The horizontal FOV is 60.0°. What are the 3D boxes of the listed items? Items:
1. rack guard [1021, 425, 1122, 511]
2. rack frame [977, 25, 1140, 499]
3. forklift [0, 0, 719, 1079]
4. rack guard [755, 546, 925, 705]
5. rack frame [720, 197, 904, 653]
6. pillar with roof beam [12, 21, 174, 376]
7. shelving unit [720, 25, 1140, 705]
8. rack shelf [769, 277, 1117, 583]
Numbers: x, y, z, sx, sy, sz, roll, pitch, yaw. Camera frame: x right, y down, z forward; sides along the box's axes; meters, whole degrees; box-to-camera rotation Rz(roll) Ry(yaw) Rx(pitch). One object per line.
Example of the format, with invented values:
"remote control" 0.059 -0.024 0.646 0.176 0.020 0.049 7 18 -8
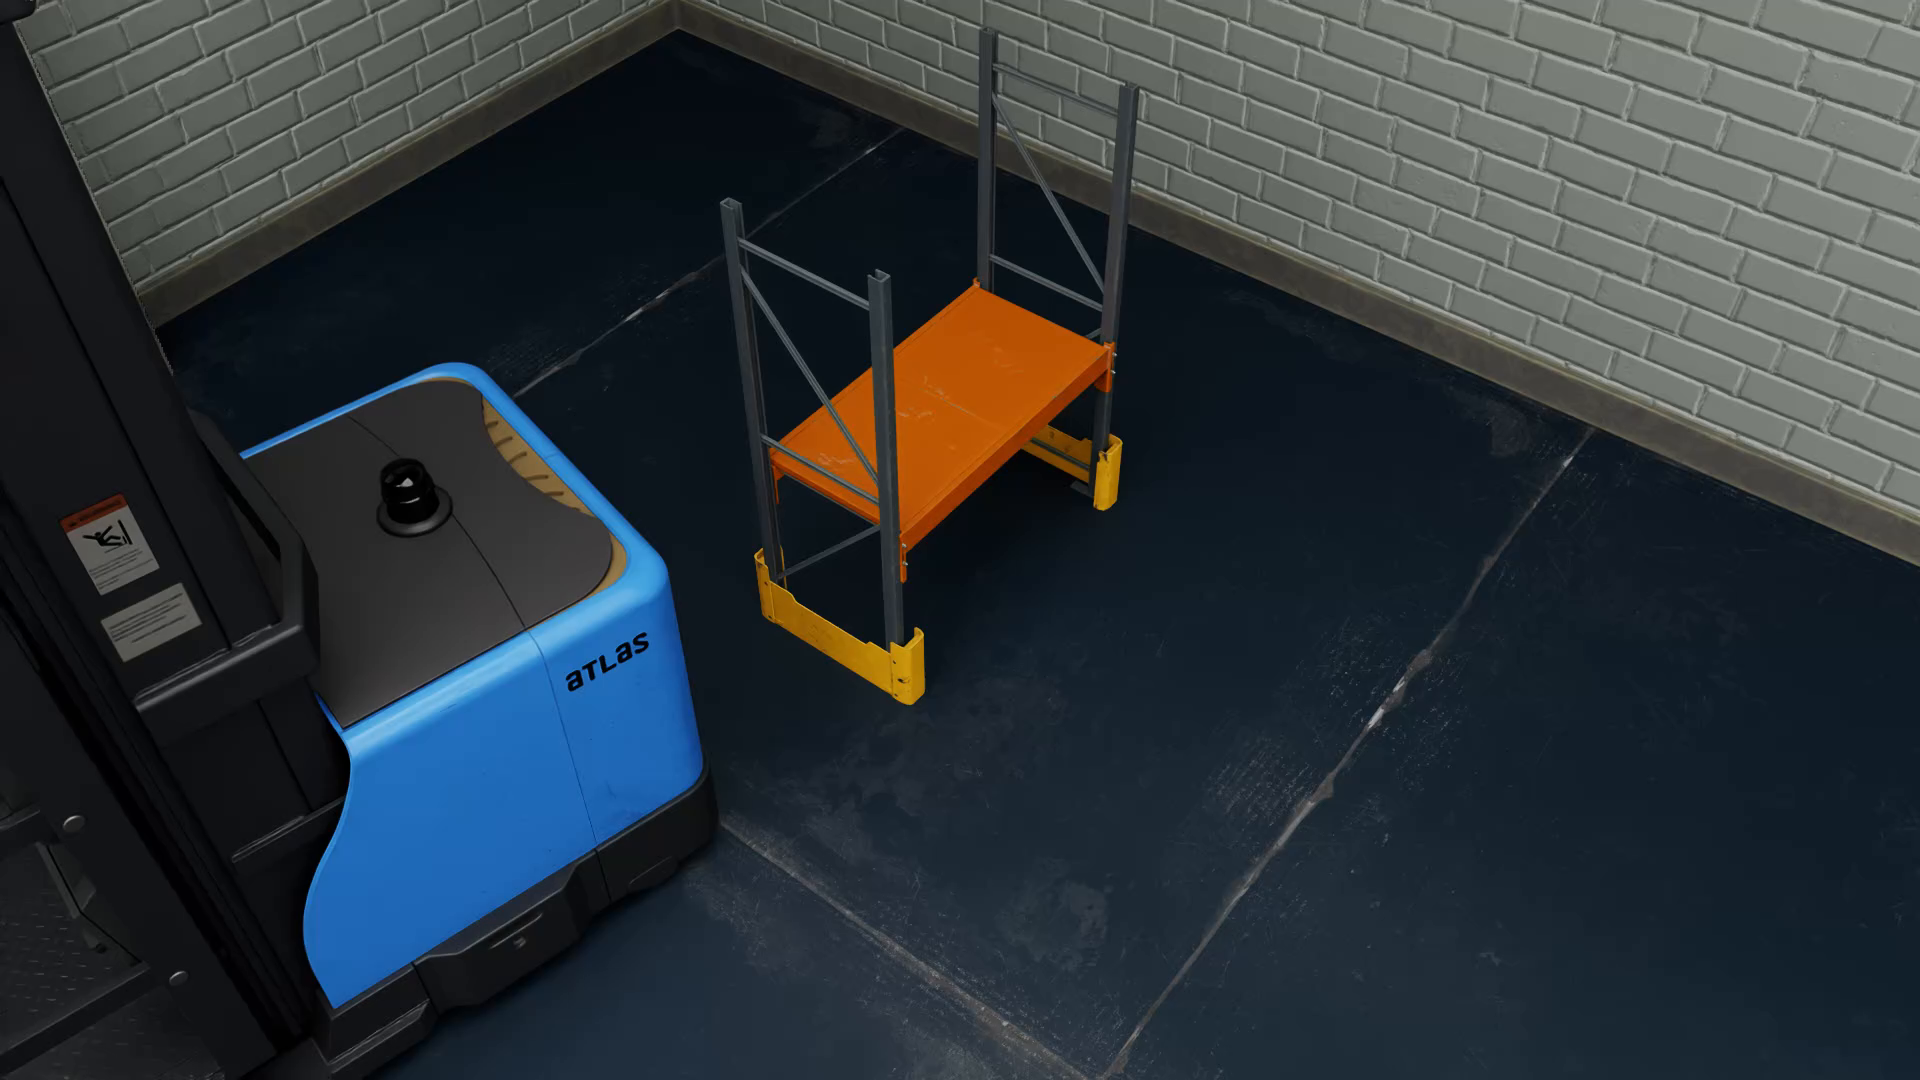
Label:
"rack guard" 0.258 -0.328 5.390 0.587 0.250 0.087 29 53 25
"rack frame" 0.259 -0.760 4.939 0.500 1.500 0.032 29 53 25
"forklift" -2.103 0.197 3.035 3.031 2.935 1.130 -31 54 -26
"rack guard" -0.351 0.242 4.846 0.587 0.250 0.087 29 53 25
"rack frame" -0.363 -0.178 4.383 0.500 1.500 0.032 29 53 25
"pillar with roof beam" 0.423 -1.740 0.689 9.100 9.000 0.400 29 53 25
"shelving unit" -0.047 -0.474 4.666 0.587 1.500 1.083 29 53 25
"rack shelf" -0.052 -0.345 4.791 0.538 0.185 1.000 29 53 25
